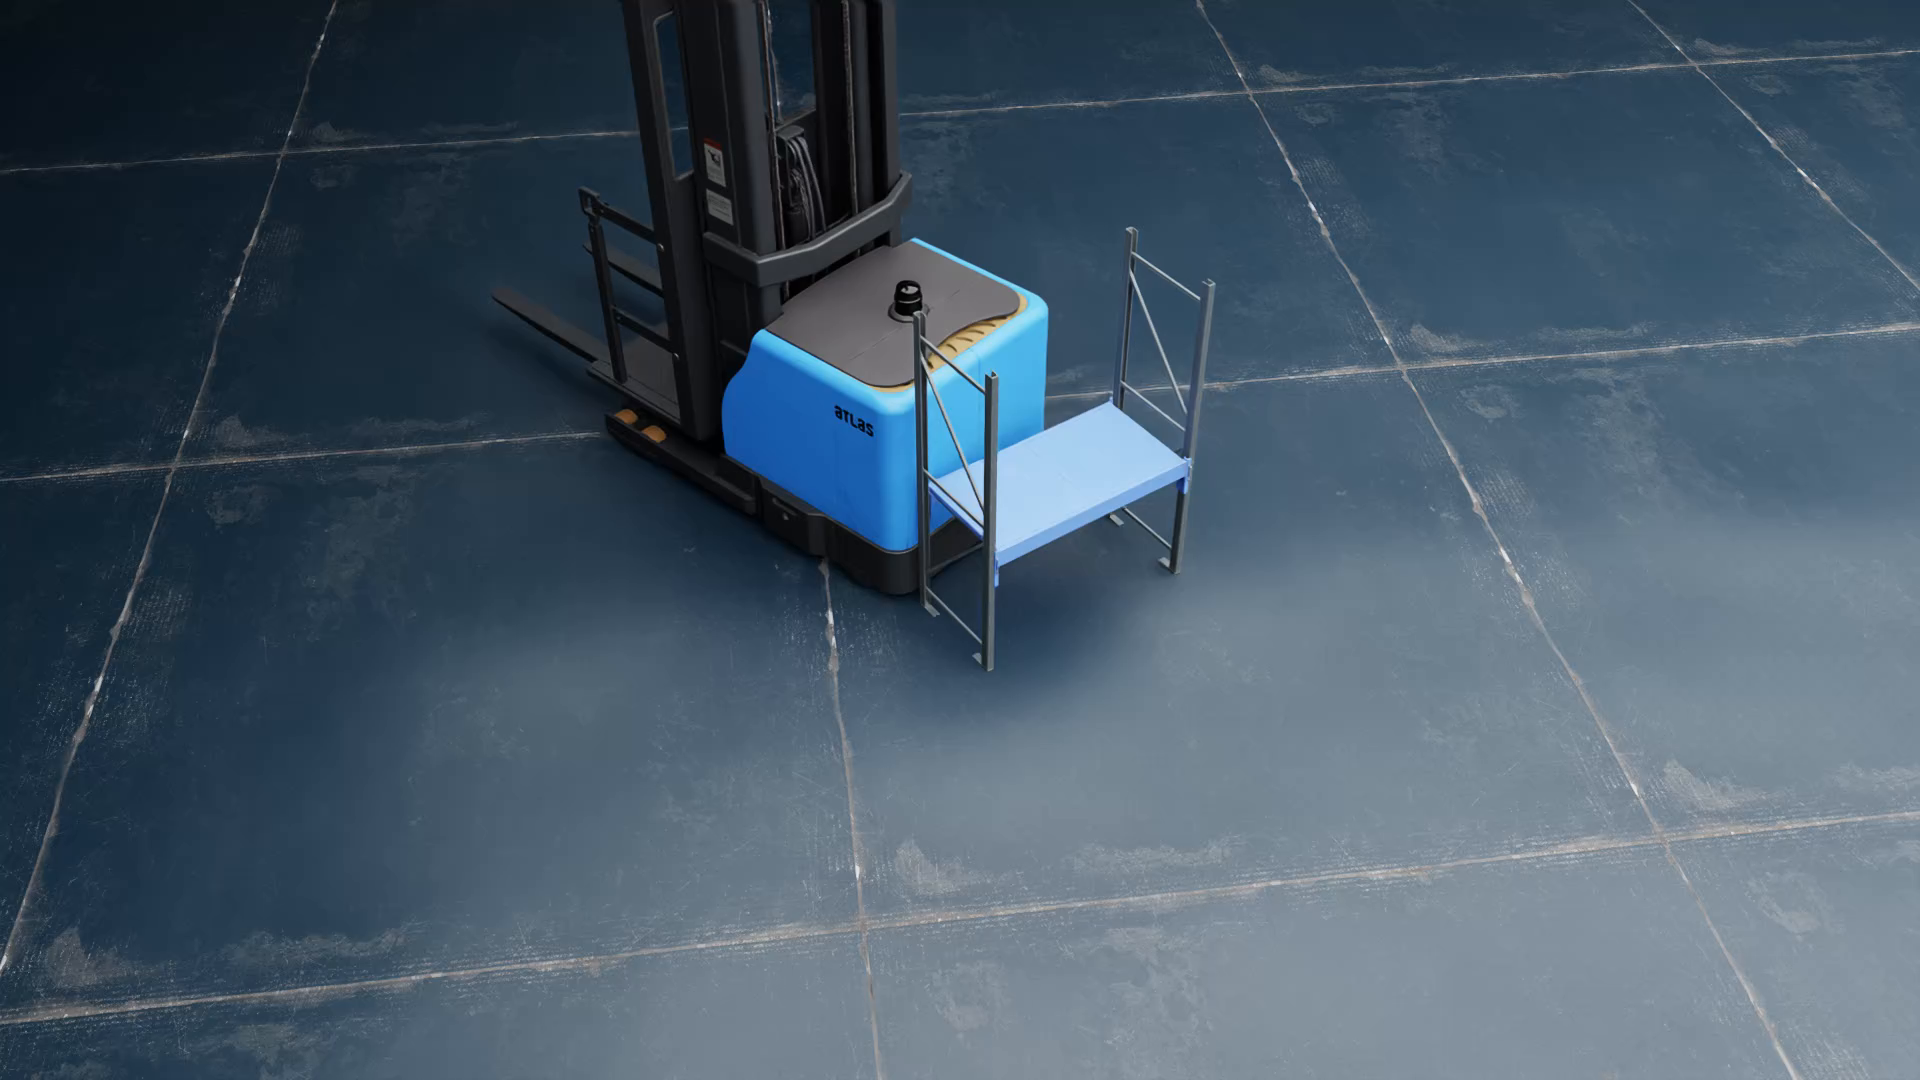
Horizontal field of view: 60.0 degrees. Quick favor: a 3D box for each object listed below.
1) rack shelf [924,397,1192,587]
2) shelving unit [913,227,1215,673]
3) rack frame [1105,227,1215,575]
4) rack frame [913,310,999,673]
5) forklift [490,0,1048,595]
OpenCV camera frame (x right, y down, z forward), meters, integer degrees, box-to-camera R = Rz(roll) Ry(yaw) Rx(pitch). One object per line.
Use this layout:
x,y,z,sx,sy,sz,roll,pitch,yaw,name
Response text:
0.397,-0.216,6.853,1.000,0.185,0.538,-25,48,-25,rack shelf
0.397,-0.349,6.733,1.048,1.500,0.538,-25,48,-25,shelving unit
0.812,-0.546,6.950,0.032,1.500,0.500,-25,48,-25,rack frame
-0.018,-0.153,6.515,0.032,1.500,0.500,-25,48,-25,rack frame
-1.056,-1.702,7.163,3.031,2.935,1.130,30,50,29,forklift
